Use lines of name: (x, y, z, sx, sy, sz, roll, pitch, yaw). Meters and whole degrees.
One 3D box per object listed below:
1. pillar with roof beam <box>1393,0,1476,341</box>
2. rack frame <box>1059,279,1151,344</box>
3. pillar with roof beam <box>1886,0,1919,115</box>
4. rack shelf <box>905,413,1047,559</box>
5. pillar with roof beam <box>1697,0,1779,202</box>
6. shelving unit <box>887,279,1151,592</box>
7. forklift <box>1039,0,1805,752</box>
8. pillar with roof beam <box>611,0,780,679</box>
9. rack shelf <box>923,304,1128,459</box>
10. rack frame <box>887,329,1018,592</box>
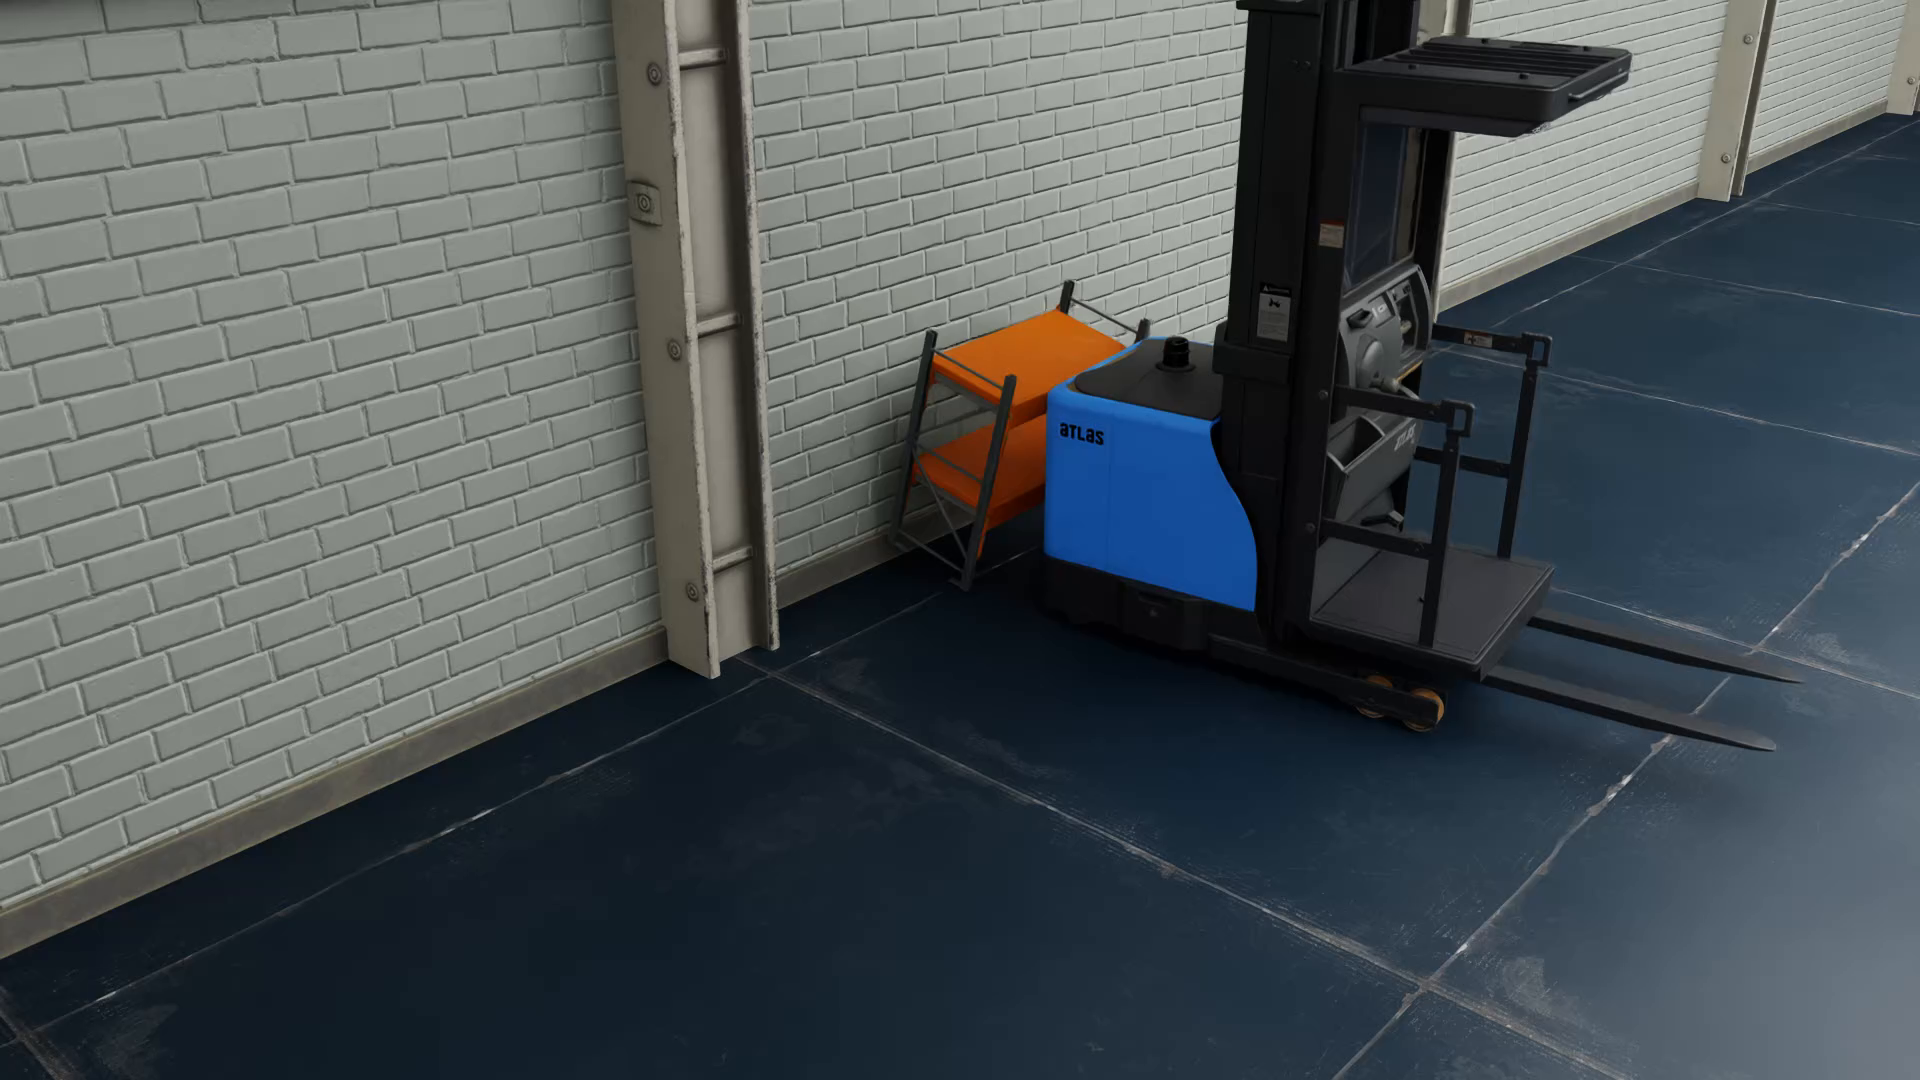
pillar with roof beam: (6.186, -4.278, 6.793, 9.100, 9.000, 0.400, 20, 31, 38)
rack frame: (0.601, -0.674, 8.198, 0.500, 1.125, 0.032, 32, 38, 28)
pillar with roof beam: (14.195, -7.934, 14.947, 9.100, 9.000, 0.400, 20, 31, 38)
rack shelf: (0.233, -0.308, 7.977, 0.538, 0.278, 1.000, 32, 38, 28)
pillar with roof beam: (10.190, -6.106, 10.870, 9.100, 9.000, 0.400, 20, 31, 38)
shelving unit: (0.276, -0.509, 7.844, 0.538, 1.125, 1.048, 32, 38, 28)
forklift: (1.866, -0.829, 6.517, 3.031, 2.935, 1.130, 15, 28, 30)
pillar with roof beam: (2.182, -2.450, 2.716, 9.100, 9.000, 0.400, 20, 31, 38)
rack shelf: (0.327, -0.749, 7.685, 0.538, 0.278, 1.000, 32, 38, 28)
rack frame: (-0.049, -0.344, 7.490, 0.500, 1.125, 0.032, 32, 38, 28)
